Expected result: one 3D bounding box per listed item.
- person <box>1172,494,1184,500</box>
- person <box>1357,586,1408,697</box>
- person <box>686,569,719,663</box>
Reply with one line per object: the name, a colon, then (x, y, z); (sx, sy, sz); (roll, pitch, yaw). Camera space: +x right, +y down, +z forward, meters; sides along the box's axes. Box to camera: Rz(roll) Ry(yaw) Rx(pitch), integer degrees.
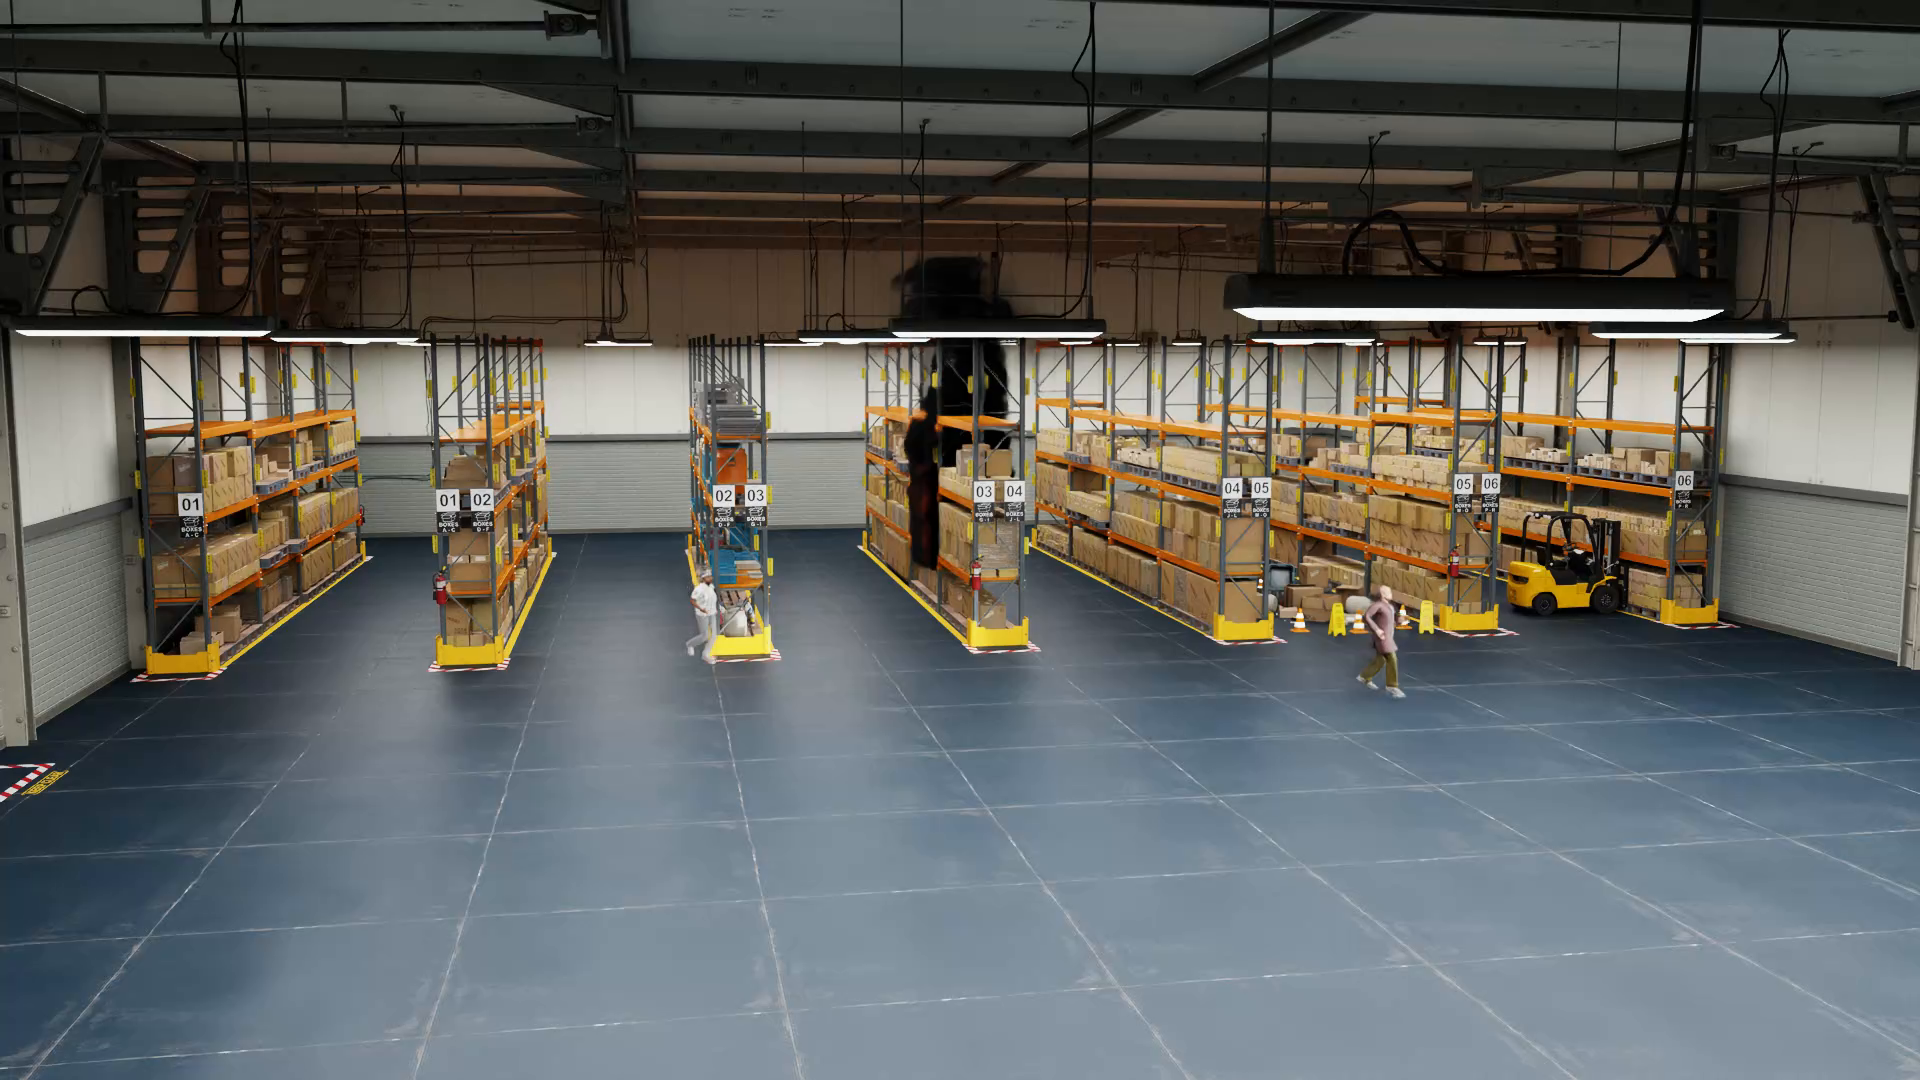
person: (6.651, -0.894, 50.868); (0.644, 1.645, 0.659); (0, 7, -3)
person: (7.035, 1.691, 27.677); (0.876, 1.779, 0.678); (4, 7, 29)
person: (-4.659, 1.367, 30.265); (0.582, 1.691, 0.585); (5, 8, 38)
